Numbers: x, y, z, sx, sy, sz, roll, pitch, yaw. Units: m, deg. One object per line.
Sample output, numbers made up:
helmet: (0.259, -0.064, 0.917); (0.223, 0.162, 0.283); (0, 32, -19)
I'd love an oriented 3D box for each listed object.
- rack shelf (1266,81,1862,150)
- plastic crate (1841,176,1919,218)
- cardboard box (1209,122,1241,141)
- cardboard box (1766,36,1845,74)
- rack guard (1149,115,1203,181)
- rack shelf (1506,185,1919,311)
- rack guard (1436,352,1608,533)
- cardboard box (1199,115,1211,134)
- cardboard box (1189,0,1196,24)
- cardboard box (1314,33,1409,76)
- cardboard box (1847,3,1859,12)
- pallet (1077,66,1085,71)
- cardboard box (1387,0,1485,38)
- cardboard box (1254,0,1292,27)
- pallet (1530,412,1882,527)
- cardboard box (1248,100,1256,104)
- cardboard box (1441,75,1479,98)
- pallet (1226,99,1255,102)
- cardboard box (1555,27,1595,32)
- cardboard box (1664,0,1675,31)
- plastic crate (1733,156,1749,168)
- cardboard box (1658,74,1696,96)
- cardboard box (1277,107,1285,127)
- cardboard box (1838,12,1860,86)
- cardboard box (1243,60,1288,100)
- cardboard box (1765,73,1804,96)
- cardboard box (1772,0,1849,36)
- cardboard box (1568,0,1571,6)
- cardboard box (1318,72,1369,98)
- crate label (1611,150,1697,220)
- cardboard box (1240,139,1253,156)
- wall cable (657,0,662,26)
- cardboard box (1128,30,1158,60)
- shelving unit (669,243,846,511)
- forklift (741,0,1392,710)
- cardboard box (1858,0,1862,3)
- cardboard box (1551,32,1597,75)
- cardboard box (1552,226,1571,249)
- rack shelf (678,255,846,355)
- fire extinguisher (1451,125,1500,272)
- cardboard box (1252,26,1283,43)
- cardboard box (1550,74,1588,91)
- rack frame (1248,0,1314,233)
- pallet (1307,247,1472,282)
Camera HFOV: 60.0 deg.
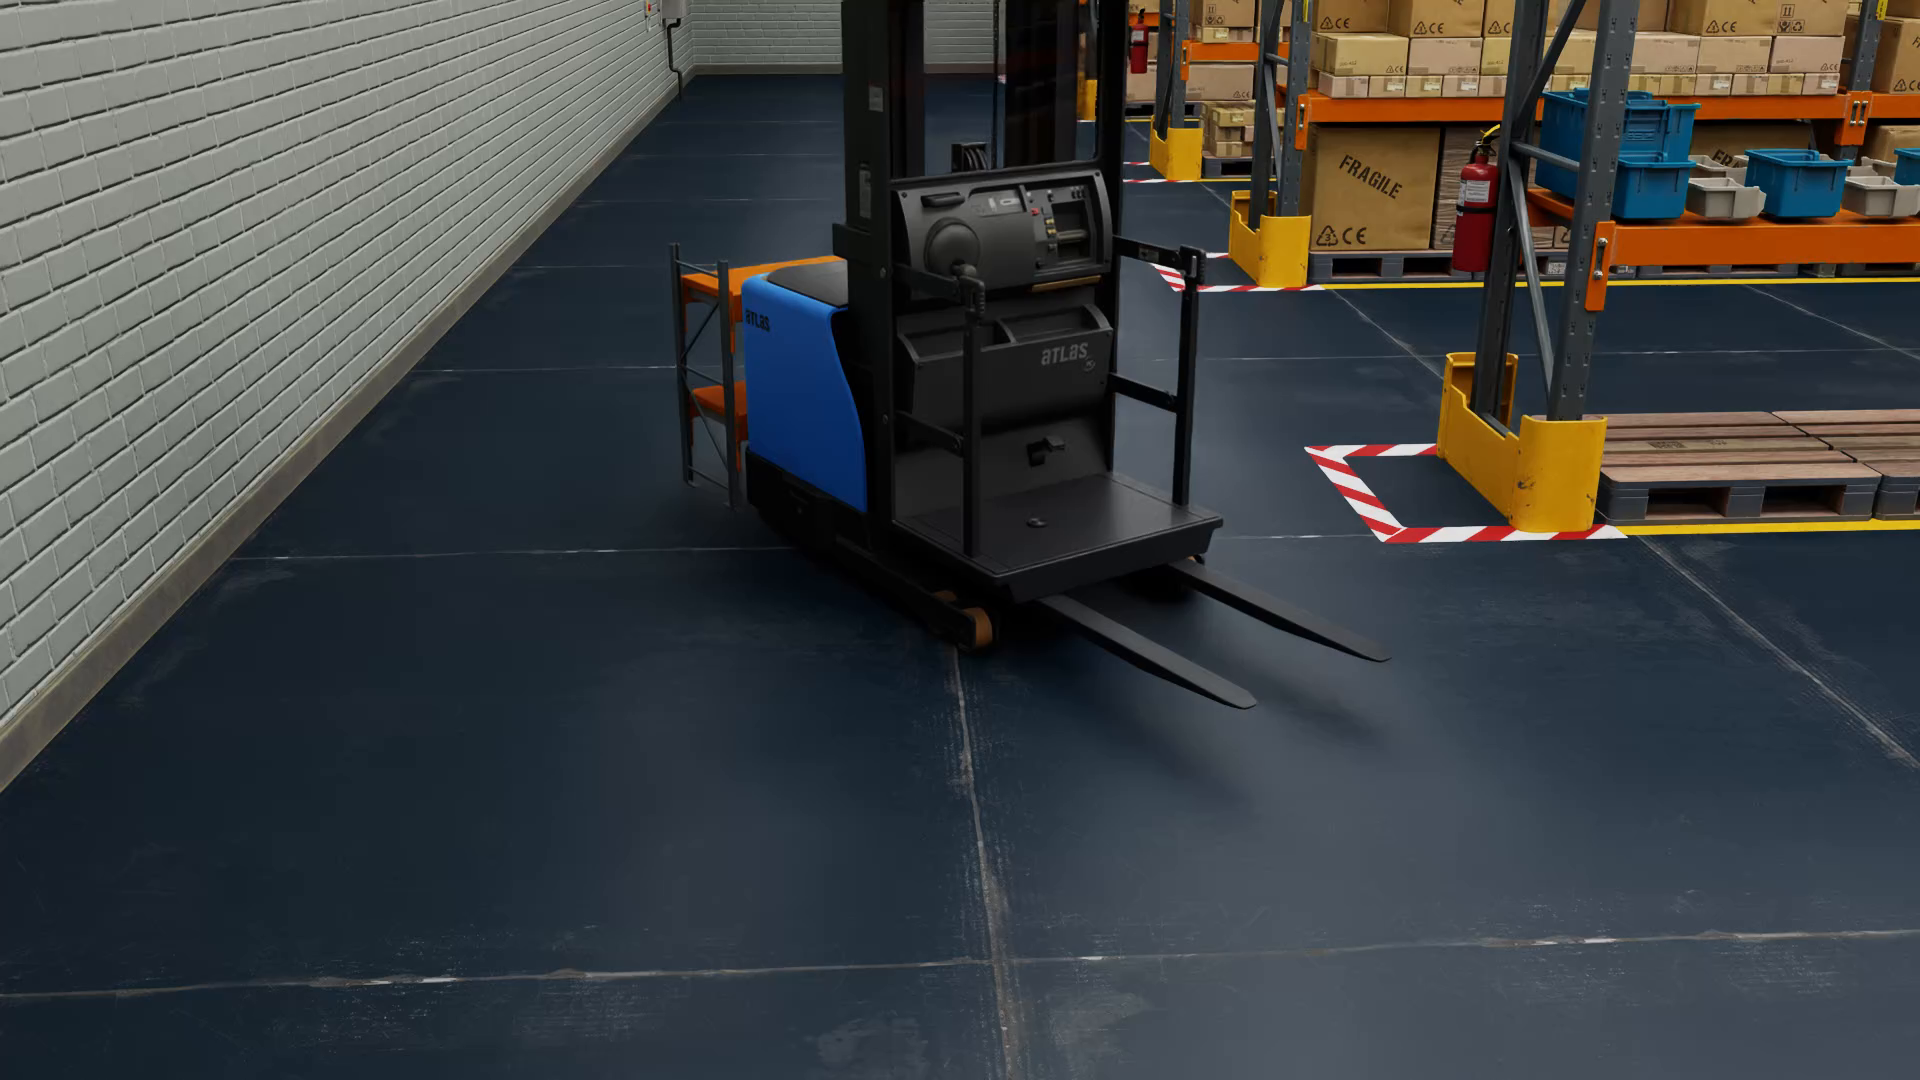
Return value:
rack shelf: (4.296, -3.111, 12.088); (4.000, 0.370, 1.077); (-1, 21, -3)
plastic crate: (3.850, -1.431, 6.950); (0.298, 0.136, 0.250); (-1, 21, -3)
cardboard box: (2.655, -4.093, 16.654); (0.250, 0.149, 0.380); (0, 21, -1)
cardboard box: (5.867, -3.455, 11.772); (0.500, 0.250, 0.500); (-2, 21, -4)
rack guard: (2.193, -4.004, 16.935); (0.348, 0.500, 1.175); (-1, 21, -3)
rack shelf: (4.579, -1.352, 7.466); (4.000, 0.370, 1.077); (-1, 21, -3)
rack guard: (2.559, -0.474, 7.663); (0.348, 0.500, 1.175); (-1, 21, -3)
cardboard box: (2.628, -4.286, 17.160); (0.250, 0.149, 0.380); (-2, 21, -5)
cardboard box: (2.551, -5.457, 16.680); (0.500, 0.500, 0.500); (-1, 21, -2)
cardboard box: (2.794, -3.389, 11.601); (0.500, 0.250, 0.500); (-2, 21, -4)
cardboard box: (8.615, -5.219, 16.376); (0.250, 0.149, 0.380); (-2, 21, -5)
pallet: (2.318, -7.405, 26.274); (1.213, 0.211, 1.003); (-1, 21, -3)
cardboard box: (3.293, -3.750, 11.494); (0.500, 0.500, 0.500); (-2, 21, -4)
cardboard box: (3.114, -5.287, 16.234); (0.500, 0.500, 0.500); (-1, 21, -3)
pallet: (3.408, -0.347, 7.736); (1.213, 0.211, 1.003); (-1, 21, -3)
cardboard box: (3.137, -4.448, 17.170); (0.250, 0.149, 0.380); (-2, 21, -4)
cardboard box: (3.445, -3.196, 11.653); (0.250, 0.149, 0.380); (-1, 21, -4)
pallet: (3.743, -5.691, 21.773); (1.213, 0.211, 1.003); (-1, 21, -3)
cardboard box: (4.302, -3.612, 12.186); (0.500, 0.250, 0.500); (-1, 21, -3)
cardboard box: (5.308, -3.981, 12.101); (0.500, 0.500, 0.500); (-1, 21, -3)
plastic crate: (3.676, -1.634, 7.482); (0.243, 0.136, 0.396); (-1, 21, -3)
cardboard box: (4.980, -3.227, 11.734); (0.250, 0.149, 0.380); (-1, 21, -2)
cardboard box: (3.187, -4.210, 16.545); (0.250, 0.149, 0.380); (-1, 21, -3)
cardboard box: (6.744, -3.641, 12.328); (0.500, 0.500, 0.500); (-1, 21, -3)
cardboard box: (4.200, -6.014, 21.712); (0.875, 0.438, 0.875); (-2, 21, -5)
cardboard box: (5.750, -3.243, 11.775); (0.250, 0.149, 0.380); (-1, 21, -2)
cardboard box: (5.849, -3.803, 11.633); (0.500, 0.500, 0.500); (-1, 21, -1)
cardboard box: (7.710, -6.876, 21.176); (0.500, 0.250, 0.500); (-1, 21, -4)
cardboard box: (2.673, -3.179, 11.609); (0.250, 0.149, 0.380); (-1, 21, -2)
crate label: (2.847, -1.485, 6.957); (0.303, 0.233, 0.416); (-1, 21, -3)
cardboard box: (2.915, -3.966, 16.738); (0.250, 0.149, 0.380); (-1, 21, -3)
wall cable: (-3.987, -7.783, 21.919); (0.122, 1.984, 0.588); (-1, 21, -3)
cardboard box: (2.918, -7.701, 26.054); (0.500, 0.500, 0.700); (0, 21, -1)
shelving unit: (-0.733, -0.837, 7.739); (1.048, 1.125, 0.538); (-14, 25, -33)
forklift: (0.300, -1.154, 6.032); (1.130, 2.935, 3.031); (-14, 25, -32)
cardboard box: (8.858, -5.362, 16.334); (0.250, 0.149, 0.380); (-1, 21, -3)
cardboard box: (4.335, -3.424, 11.691); (0.500, 0.250, 0.500); (-2, 21, -4)
cardboard box: (4.731, -2.688, 12.361); (0.875, 0.875, 0.875); (-1, 21, -3)
rack shelf: (-0.733, -1.111, 7.635); (1.000, 0.278, 0.538); (-14, 25, -33)
fire extinguisher: (2.406, -1.595, 7.728); (0.183, 0.674, 0.296); (-1, 21, -3)
cardboard box: (2.983, -4.950, 16.259); (0.250, 0.149, 0.380); (-2, 21, -5)
cardboard box: (4.208, -3.211, 11.692); (0.250, 0.149, 0.380); (-2, 21, -4)
rack frame: (2.299, -3.407, 11.853); (0.127, 3.000, 1.000); (-1, 21, -3)
pallet: (3.093, -2.147, 12.465); (1.213, 0.211, 1.003); (-1, 21, -3)
